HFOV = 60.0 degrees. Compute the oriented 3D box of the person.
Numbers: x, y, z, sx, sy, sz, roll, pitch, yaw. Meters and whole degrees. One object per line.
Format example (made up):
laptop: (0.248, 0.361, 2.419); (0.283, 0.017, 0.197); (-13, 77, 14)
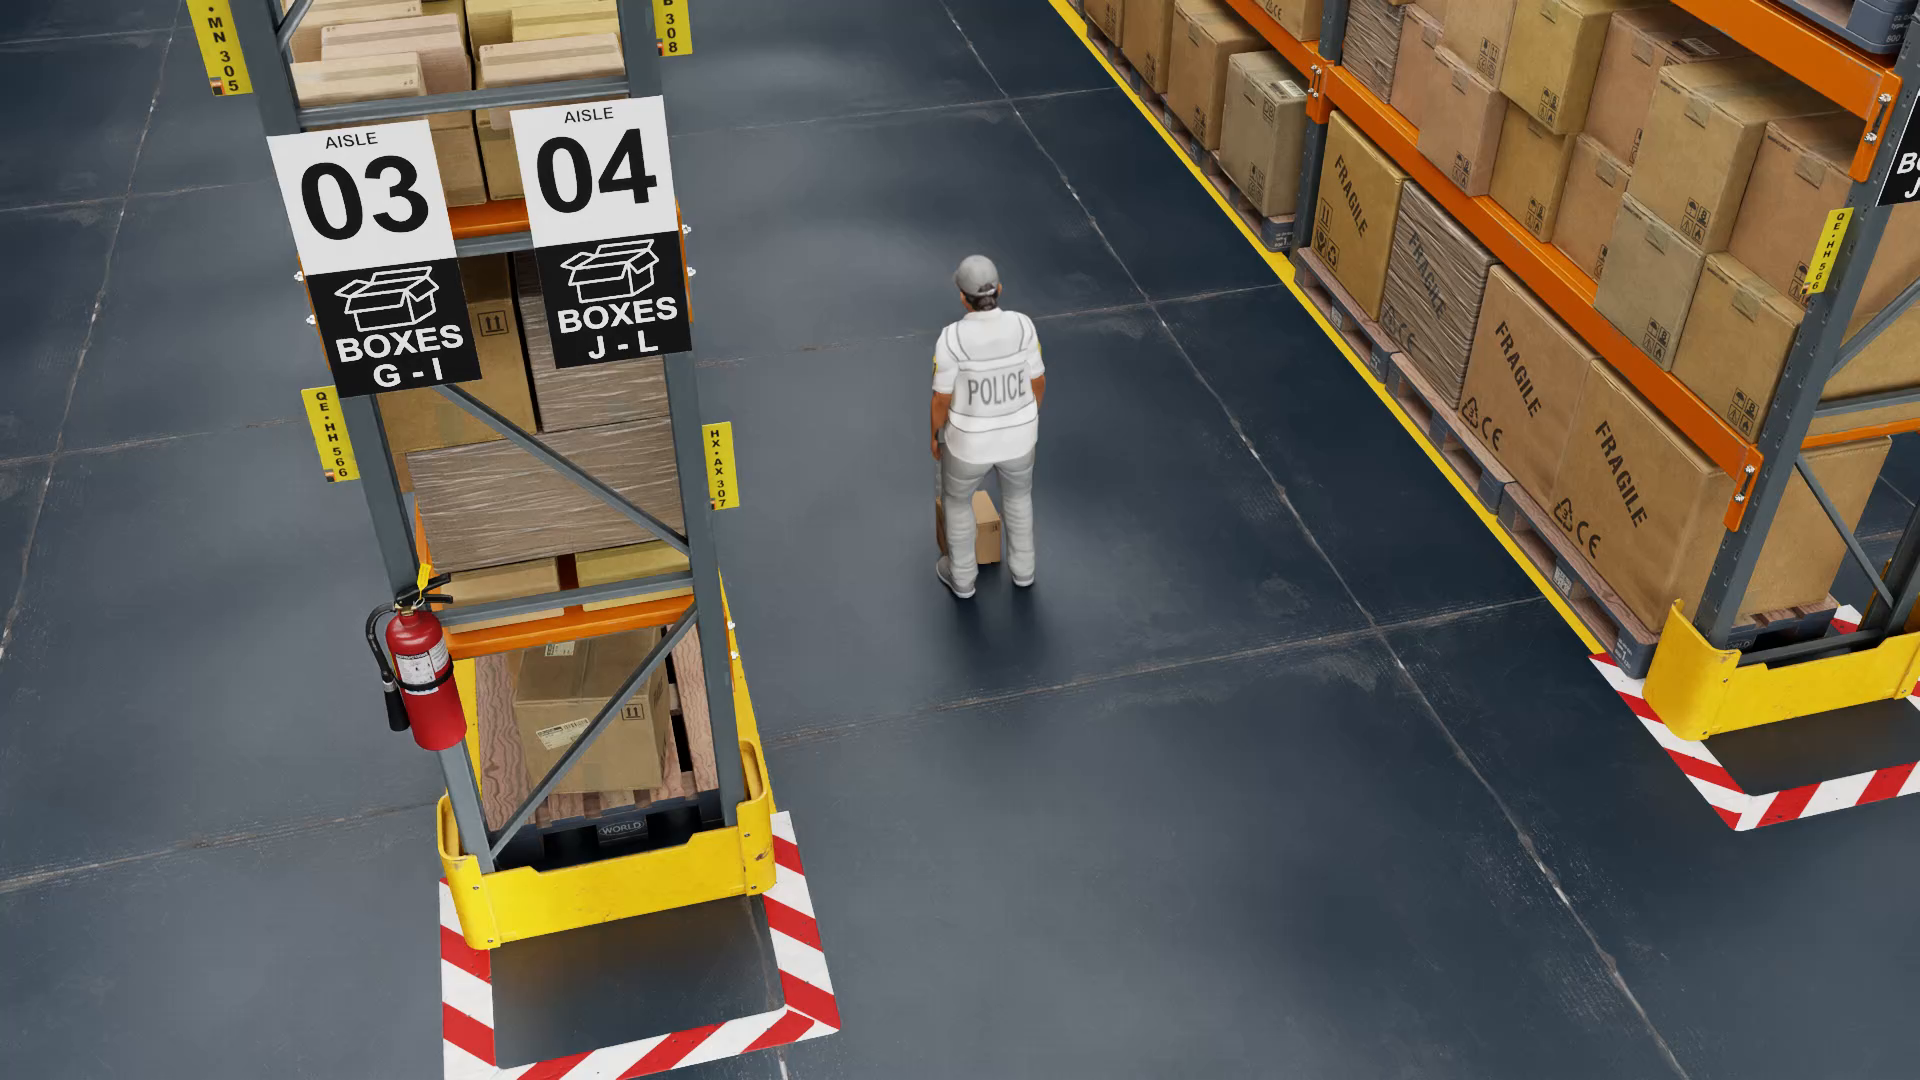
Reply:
person: (0.118, -0.474, 7.305); (0.538, 1.666, 0.461); (-11, 40, -13)
